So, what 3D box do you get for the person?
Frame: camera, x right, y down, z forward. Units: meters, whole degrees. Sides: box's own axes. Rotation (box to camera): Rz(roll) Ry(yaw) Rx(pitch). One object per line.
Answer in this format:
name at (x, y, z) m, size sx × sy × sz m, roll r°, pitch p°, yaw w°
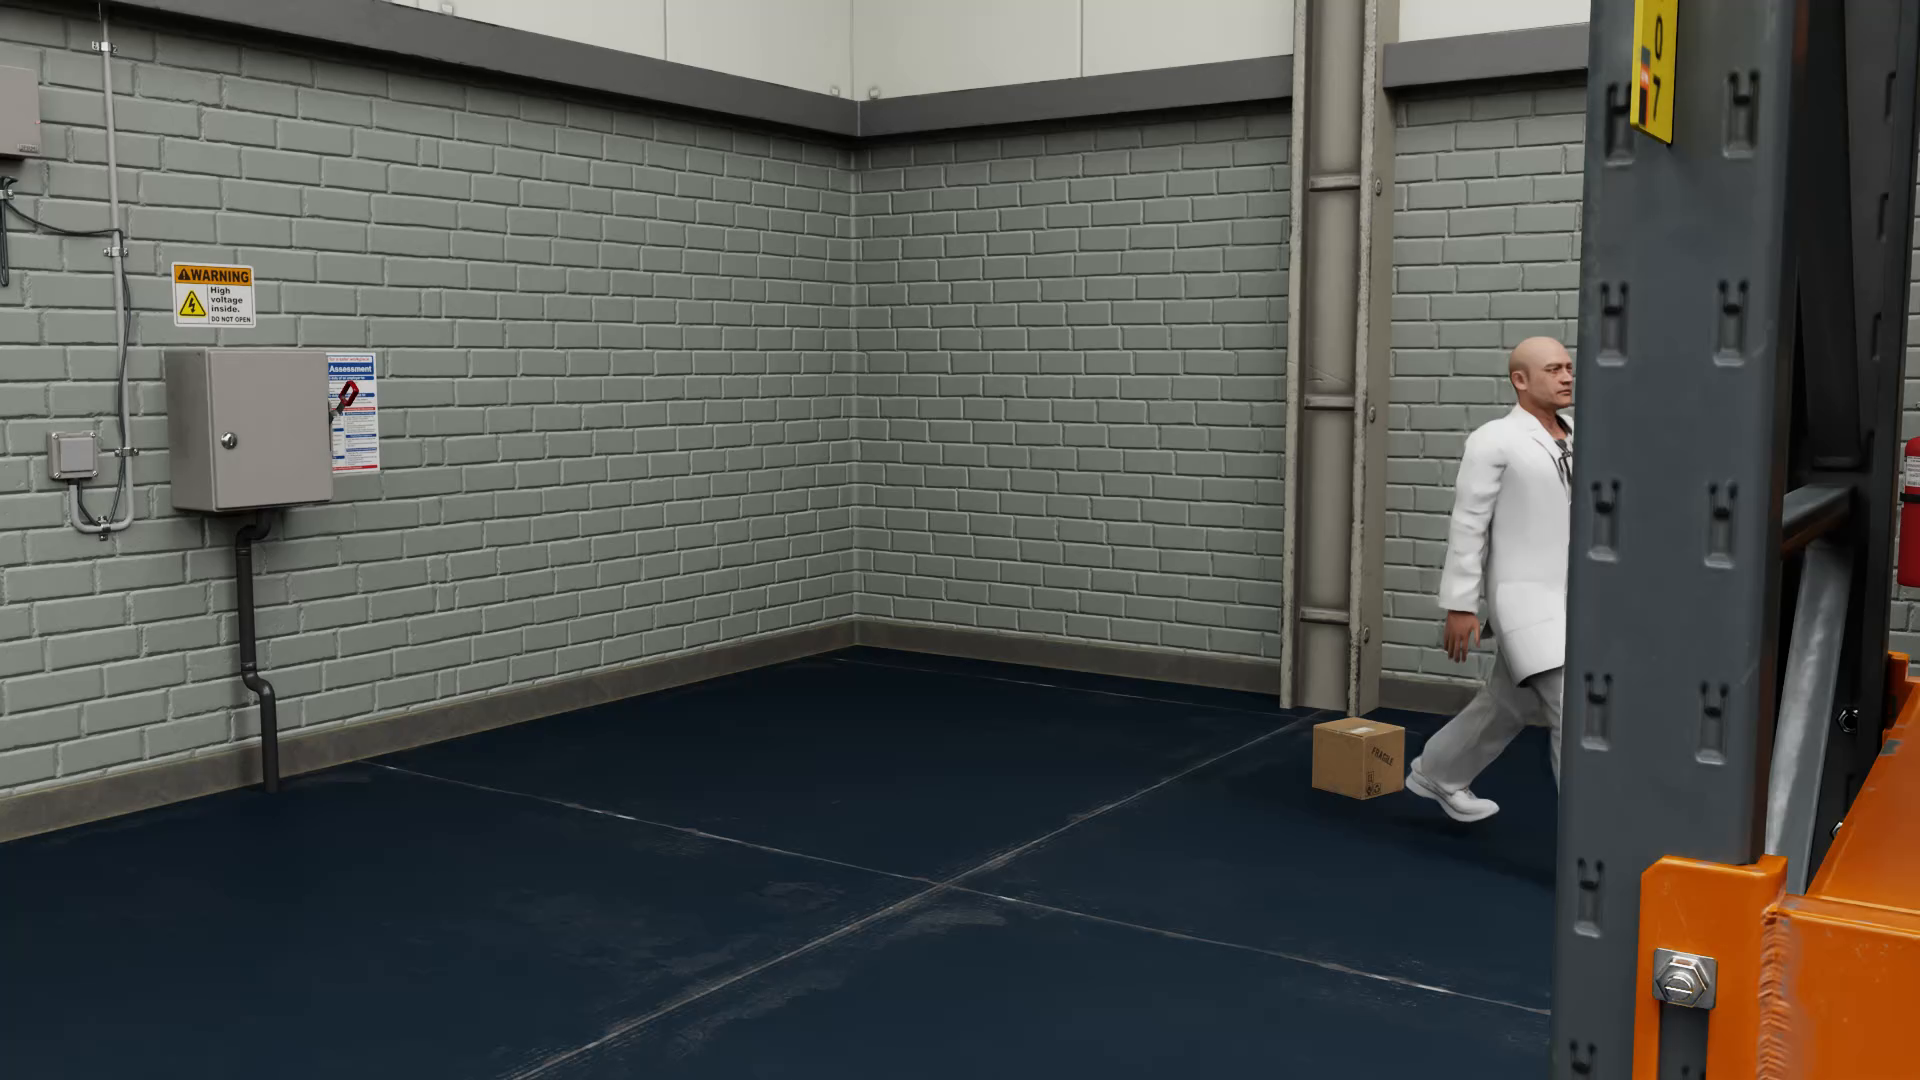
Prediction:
person at (1.906, 0.204, 5.442) m, size 0.586 × 1.729 × 1.171 m, roll -4°, pitch 8°, yaw -35°
